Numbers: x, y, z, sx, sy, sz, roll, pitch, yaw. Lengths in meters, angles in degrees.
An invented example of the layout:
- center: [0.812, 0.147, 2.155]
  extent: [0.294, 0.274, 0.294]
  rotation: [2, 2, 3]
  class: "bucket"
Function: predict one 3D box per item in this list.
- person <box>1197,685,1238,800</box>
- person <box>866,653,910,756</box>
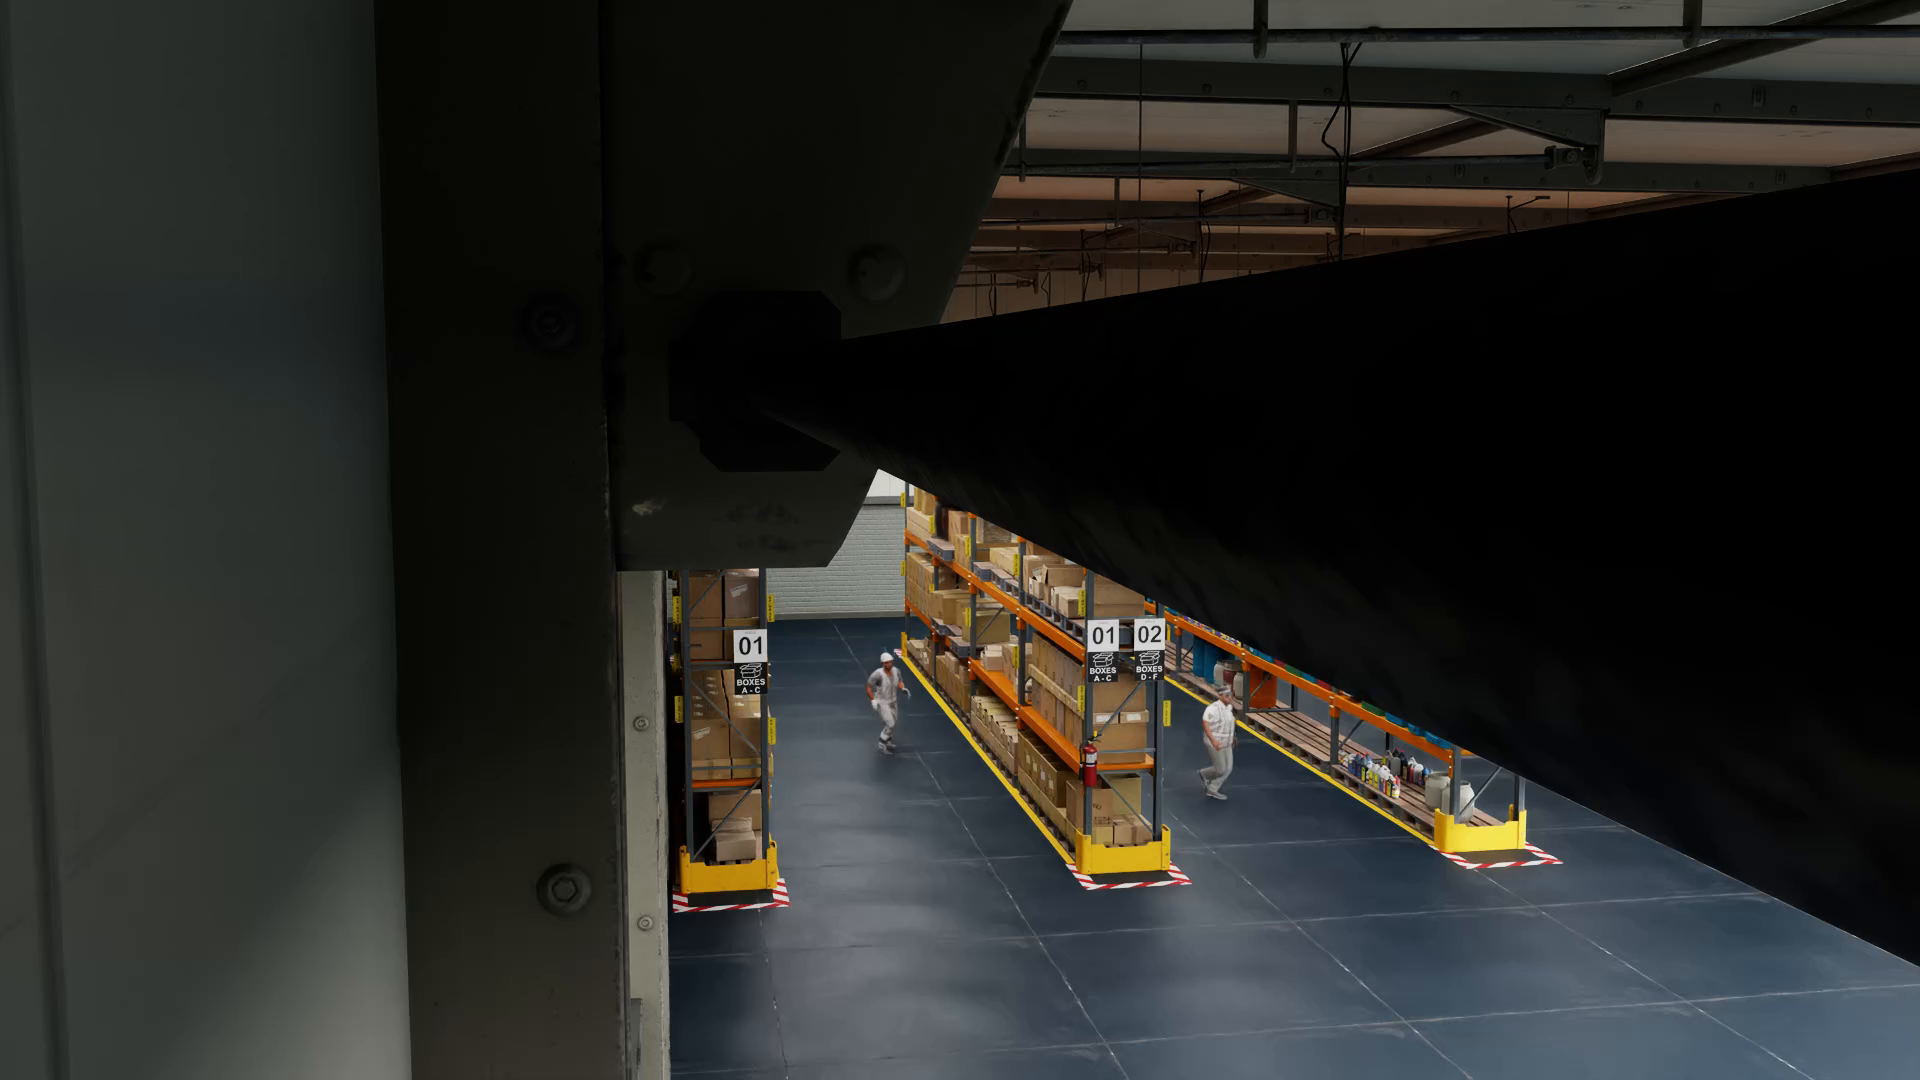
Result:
- center: [3.756, 2.951, 24.470]
  extent: [0.662, 1.717, 0.572]
  rotation: [-5, 8, -41]
  class: "person"
- center: [-1.163, 2.672, 27.285]
  extent: [0.753, 1.711, 0.692]
  rotation: [5, 8, 41]
  class: "person"
